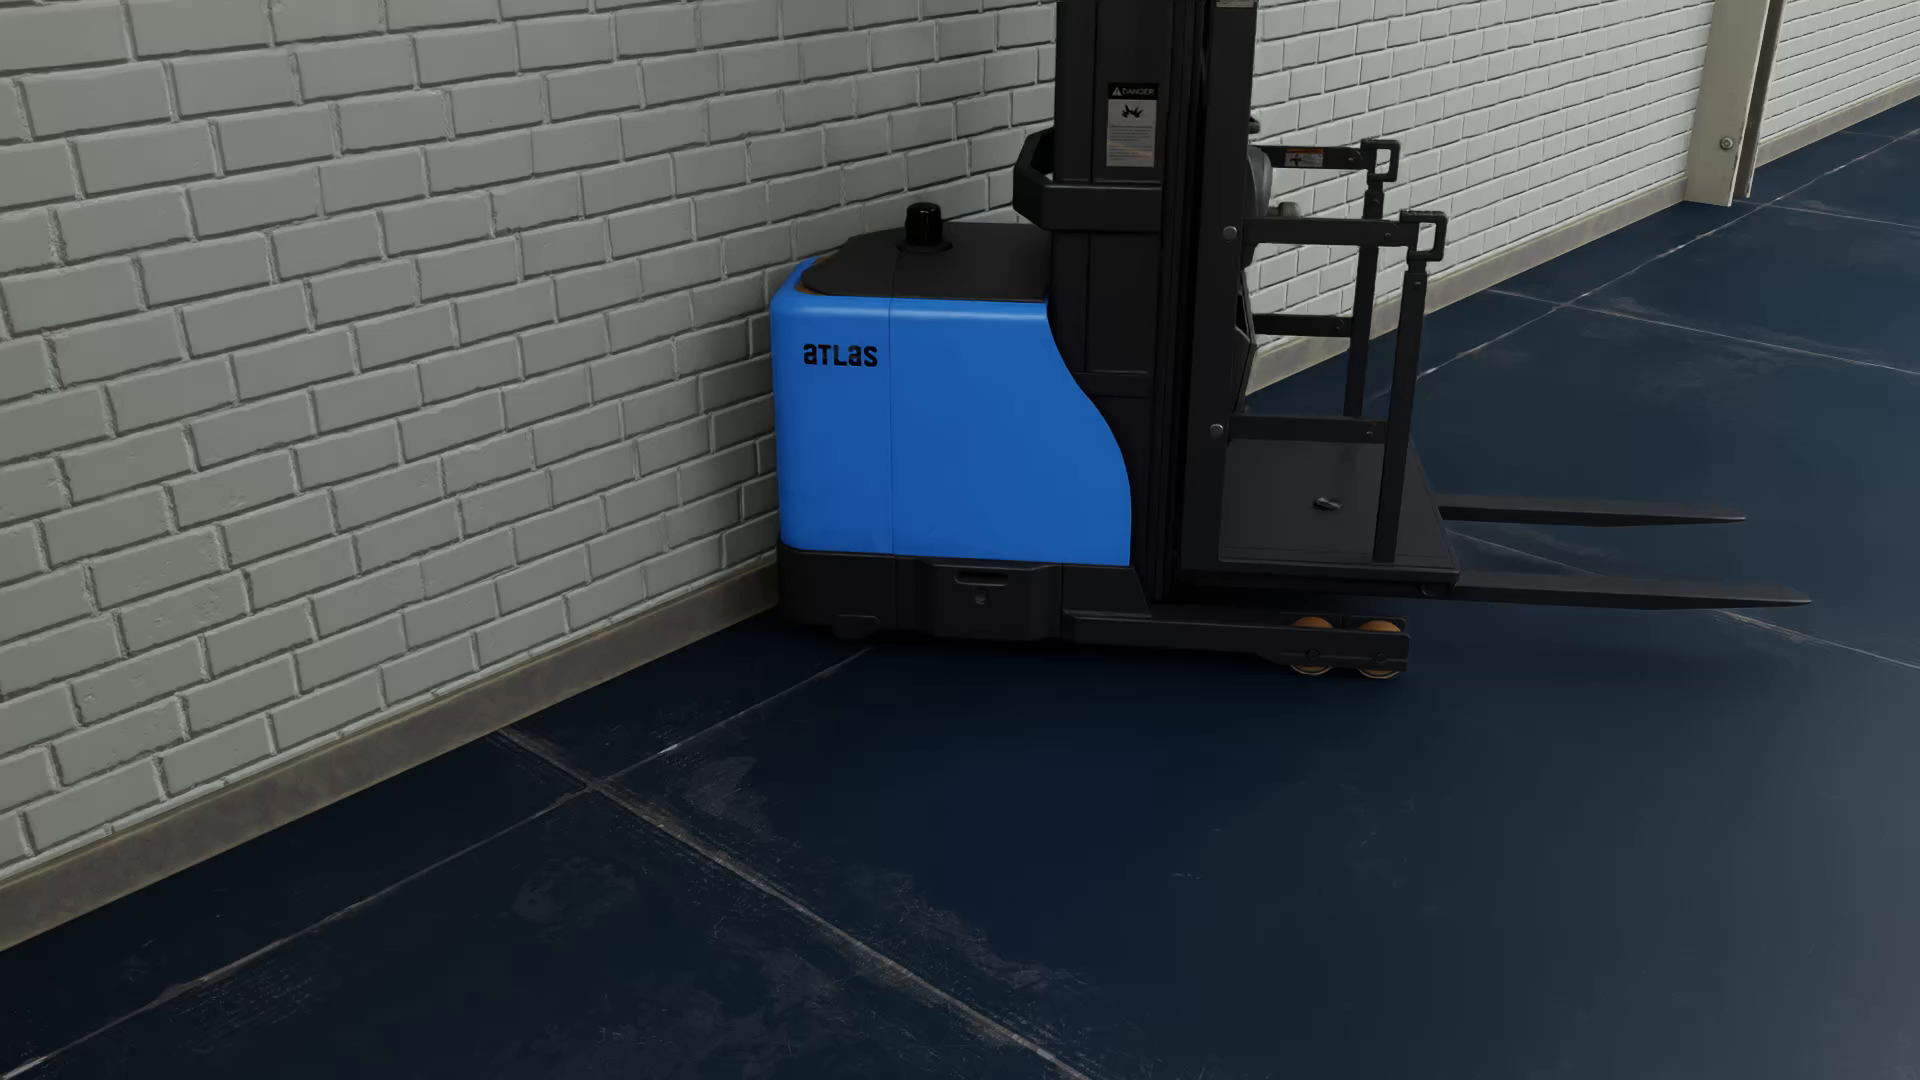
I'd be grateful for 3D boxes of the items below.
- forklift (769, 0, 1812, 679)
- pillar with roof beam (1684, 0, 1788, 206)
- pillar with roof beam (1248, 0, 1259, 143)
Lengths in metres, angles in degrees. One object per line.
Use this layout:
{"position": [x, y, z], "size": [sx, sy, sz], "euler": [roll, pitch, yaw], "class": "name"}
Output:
{"position": [1.000, -1.163, 4.762], "size": [3.031, 2.935, 1.130], "euler": [3, 24, 6], "class": "forklift"}
{"position": [8.027, -5.119, 6.167], "size": [9.100, 9.000, 0.400], "euler": [20, 31, 38], "class": "pillar with roof beam"}
{"position": [4.022, -3.291, 2.090], "size": [9.100, 9.000, 0.400], "euler": [20, 31, 38], "class": "pillar with roof beam"}
